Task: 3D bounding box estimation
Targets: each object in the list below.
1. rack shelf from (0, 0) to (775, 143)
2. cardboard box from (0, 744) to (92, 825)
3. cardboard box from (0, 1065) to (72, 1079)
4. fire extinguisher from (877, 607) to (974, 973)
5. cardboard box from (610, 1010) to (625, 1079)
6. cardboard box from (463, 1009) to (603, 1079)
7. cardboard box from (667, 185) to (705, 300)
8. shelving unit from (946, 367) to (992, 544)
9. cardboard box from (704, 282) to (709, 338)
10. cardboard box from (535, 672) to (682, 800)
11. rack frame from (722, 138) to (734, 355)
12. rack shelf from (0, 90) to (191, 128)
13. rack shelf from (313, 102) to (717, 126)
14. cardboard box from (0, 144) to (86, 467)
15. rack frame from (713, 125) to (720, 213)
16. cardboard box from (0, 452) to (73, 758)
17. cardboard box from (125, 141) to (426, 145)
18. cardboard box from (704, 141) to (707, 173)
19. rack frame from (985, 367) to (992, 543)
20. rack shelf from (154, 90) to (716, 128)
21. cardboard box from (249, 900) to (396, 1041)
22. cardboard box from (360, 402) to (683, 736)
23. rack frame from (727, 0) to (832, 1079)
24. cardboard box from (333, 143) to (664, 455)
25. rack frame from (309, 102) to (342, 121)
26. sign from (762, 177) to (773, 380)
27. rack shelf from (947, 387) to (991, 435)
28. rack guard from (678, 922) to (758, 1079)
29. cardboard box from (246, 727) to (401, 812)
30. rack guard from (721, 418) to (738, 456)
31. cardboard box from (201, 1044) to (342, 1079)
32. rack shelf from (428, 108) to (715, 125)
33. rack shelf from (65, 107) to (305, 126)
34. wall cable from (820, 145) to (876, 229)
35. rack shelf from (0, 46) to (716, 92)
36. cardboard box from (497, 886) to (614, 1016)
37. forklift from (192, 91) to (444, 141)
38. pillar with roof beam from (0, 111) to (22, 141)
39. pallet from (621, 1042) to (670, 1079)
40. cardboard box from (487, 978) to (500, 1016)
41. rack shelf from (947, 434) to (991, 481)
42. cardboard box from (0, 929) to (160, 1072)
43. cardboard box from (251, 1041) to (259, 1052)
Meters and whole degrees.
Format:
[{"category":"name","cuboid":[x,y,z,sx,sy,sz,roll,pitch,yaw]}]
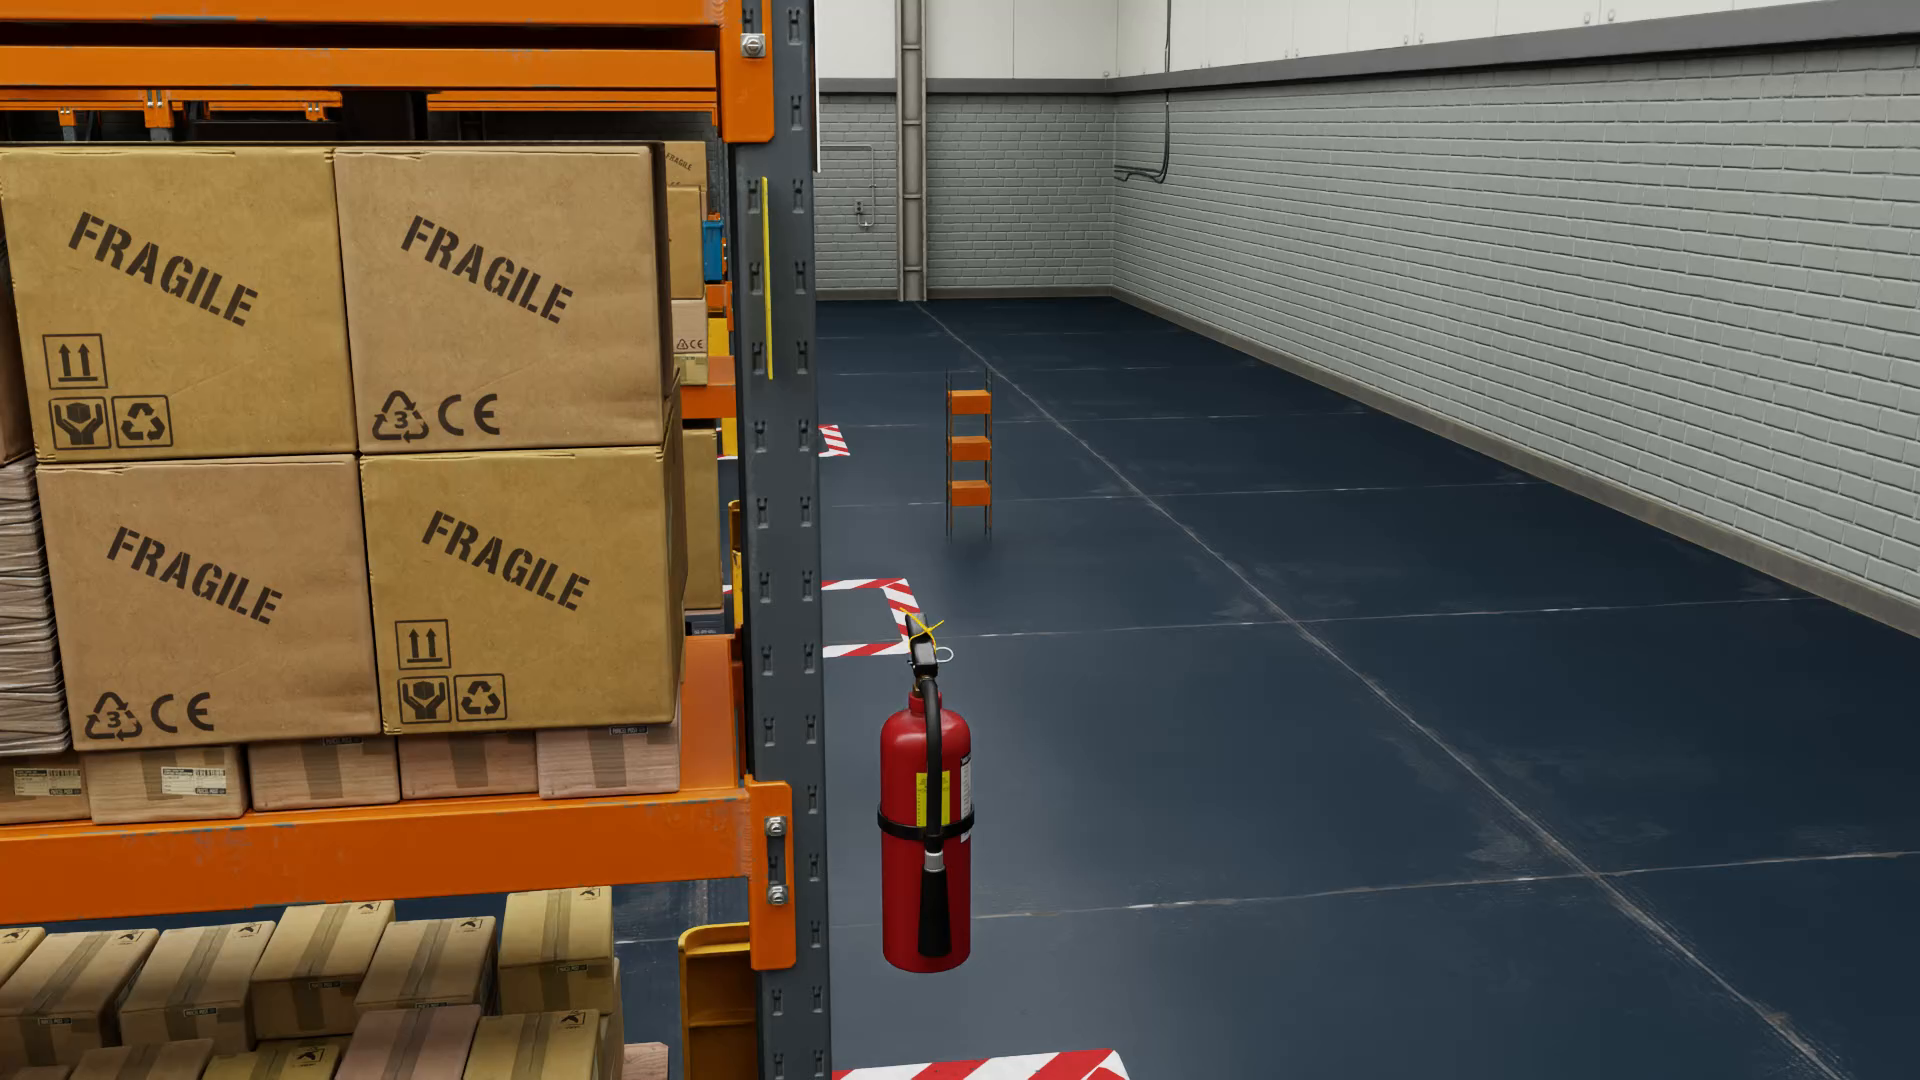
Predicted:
[{"category":"rack shelf","cuboid":[-2.359,-0.886,2.899,4.000,0.370,1.077,-2,14,-8]},{"category":"cardboard box","cuboid":[-1.673,0.380,3.058,0.250,0.149,0.380,-3,14,-11]},{"category":"cardboard box","cuboid":[-1.885,1.171,3.160,0.250,0.149,0.380,-2,14,-6]},{"category":"fire extinguisher","cuboid":[-0.064,0.468,3.114,0.183,0.674,0.296,-2,14,-8]},{"category":"cardboard box","cuboid":[-0.948,1.269,3.993,0.250,0.149,0.380,-2,14,-7]},{"category":"cardboard box","cuboid":[-0.868,1.119,3.369,0.250,0.149,0.380,-2,14,-8]},{"category":"cardboard box","cuboid":[-1.463,-1.403,7.806,0.500,0.500,0.500,-2,14,-8]},{"category":"shelving unit","cuboid":[0.053,-0.511,10.102,0.252,1.050,0.215,-2,14,-8]},{"category":"cardboard box","cuboid":[-1.536,-1.168,8.409,0.500,0.250,0.500,-2,14,-10]},{"category":"cardboard box","cuboid":[-0.662,0.350,3.178,0.250,0.149,0.380,-2,14,-8]},{"category":"rack frame","cuboid":[-1.759,-2.240,12.988,0.127,3.000,1.000,-2,14,-8]},{"category":"rack shelf","cuboid":[-7.692,-3.129,11.844,4.000,0.370,1.077,-2,14,-8]},{"category":"rack shelf","cuboid":[-4.471,-4.465,17.173,4.000,0.370,1.077,-2,14,-8]},{"category":"cardboard box","cuboid":[-1.811,-0.414,2.834,0.500,0.500,0.500,-1,14,-5]},{"category":"rack frame","cuboid":[-3.235,-4.623,22.490,0.127,3.000,1.000,-2,14,-8]},{"category":"cardboard box","cuboid":[-1.798,0.071,2.954,0.500,0.500,0.500,-2,14,-8]},{"category":"cardboard box","cuboid":[-1.363,-0.558,3.406,0.500,0.500,0.500,-2,14,-7]},{"category":"cardboard box","cuboid":[-2.971,-4.013,17.795,0.500,0.500,0.500,-2,14,-7]},{"category":"rack frame","cuboid":[0.174,-0.516,10.119,0.008,1.050,0.200,-2,14,-8]},{"category":"rack shelf","cuboid":[-3.736,-3.274,12.422,4.000,0.370,1.077,-2,14,-8]},{"category":"cardboard box","cuboid":[-1.473,0.993,3.870,0.250,0.149,0.380,-2,14,-8]},{"category":"cardboard box","cuboid":[-0.788,0.033,3.105,0.500,0.500,0.500,-2,14,-7]},{"category":"rack frame","cuboid":[-0.382,0.147,3.469,0.053,2.616,0.949,-2,14,-8]},{"category":"cardboard box","cuboid":[-0.797,-0.453,2.991,0.500,0.500,0.500,-2,14,-9]},{"category":"rack frame","cuboid":[-6.448,-3.287,17.162,0.127,3.000,1.000,-2,14,-8]},{"category":"sign","cuboid":[-0.319,-0.433,2.751,0.005,0.325,0.100,-2,14,-8]},{"category":"rack shelf","cuboid":[0.053,-0.776,10.035,0.240,0.259,0.215,-2,14,-8]},{"category":"rack guard","cuboid":[-0.457,1.363,3.759,0.348,0.500,1.175,-2,14,-8]},{"category":"cardboard box","cuboid":[-1.159,0.362,3.127,0.250,0.149,0.380,-2,14,-9]},{"category":"rack guard","cuboid":[-1.737,-1.032,13.308,0.348,0.500,1.175,-2,14,-8]},{"category":"cardboard box","cuboid":[-1.362,1.154,3.229,0.250,0.149,0.380,-2,14,-10]},{"category":"rack shelf","cuboid":[-5.212,-5.657,21.924,4.000,0.370,1.077,-2,14,-8]},{"category":"rack shelf","cuboid":[-9.168,-5.512,21.346,4.000,0.370,1.077,-2,14,-8]},{"category":"wall cable","cuboid":[-2.109,-5.390,23.459,1.851,1.984,0.084,-2,14,-8]},{"category":"rack shelf","cuboid":[-2.998,-2.082,7.671,4.000,0.370,1.077,-2,14,-8]},{"category":"cardboard box","cuboid":[-0.951,0.976,3.939,0.250,0.149,0.380,-3,14,-11]},{"category":"forklift","cuboid":[-3.922,-1.474,10.072,3.031,2.935,1.130,-3,14,-10]},{"category":"pillar with roof beam","cuboid":[-11.918,-6.369,17.117,0.400,9.000,9.100,-2,14,-8]},{"category":"pallet","cuboid":[-1.266,1.524,3.710,1.213,0.211,1.003,-2,14,-8]},{"category":"cardboard box","cuboid":[-1.217,1.136,3.910,0.250,0.149,0.380,-2,14,-9]},{"category":"rack shelf","cuboid":[0.053,-0.501,10.104,0.240,0.259,0.215,-2,14,-8]},{"category":"cardboard box","cuboid":[-1.982,1.030,3.724,0.250,0.149,0.380,-2,14,-6]},{"category":"cardboard box","cuboid":[-1.716,1.150,3.857,0.250,0.149,0.380,-2,14,-7]}]
